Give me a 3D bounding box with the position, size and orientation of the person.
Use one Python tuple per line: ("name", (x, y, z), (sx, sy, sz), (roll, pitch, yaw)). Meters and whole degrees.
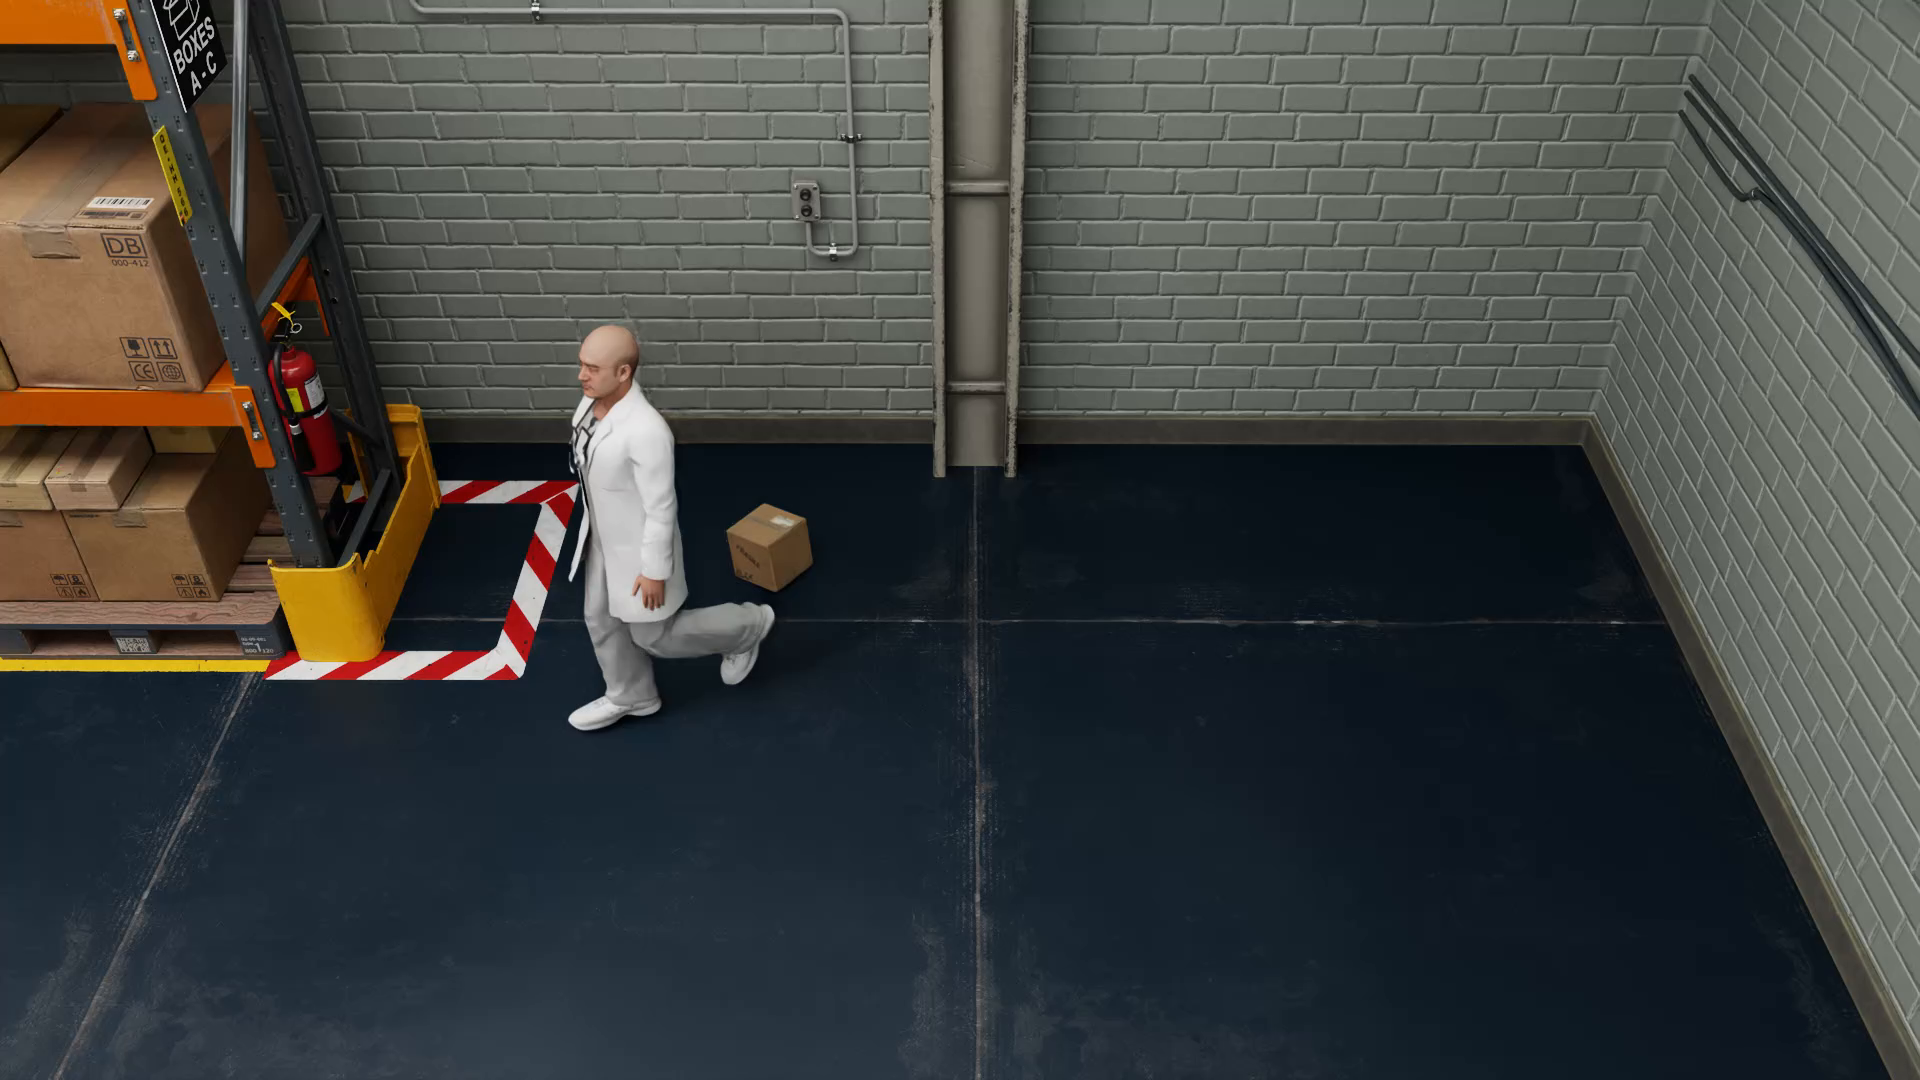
("person", (-1.152, -0.035, 6.191), (0.855, 1.754, 0.599), (-22, 44, -25))
